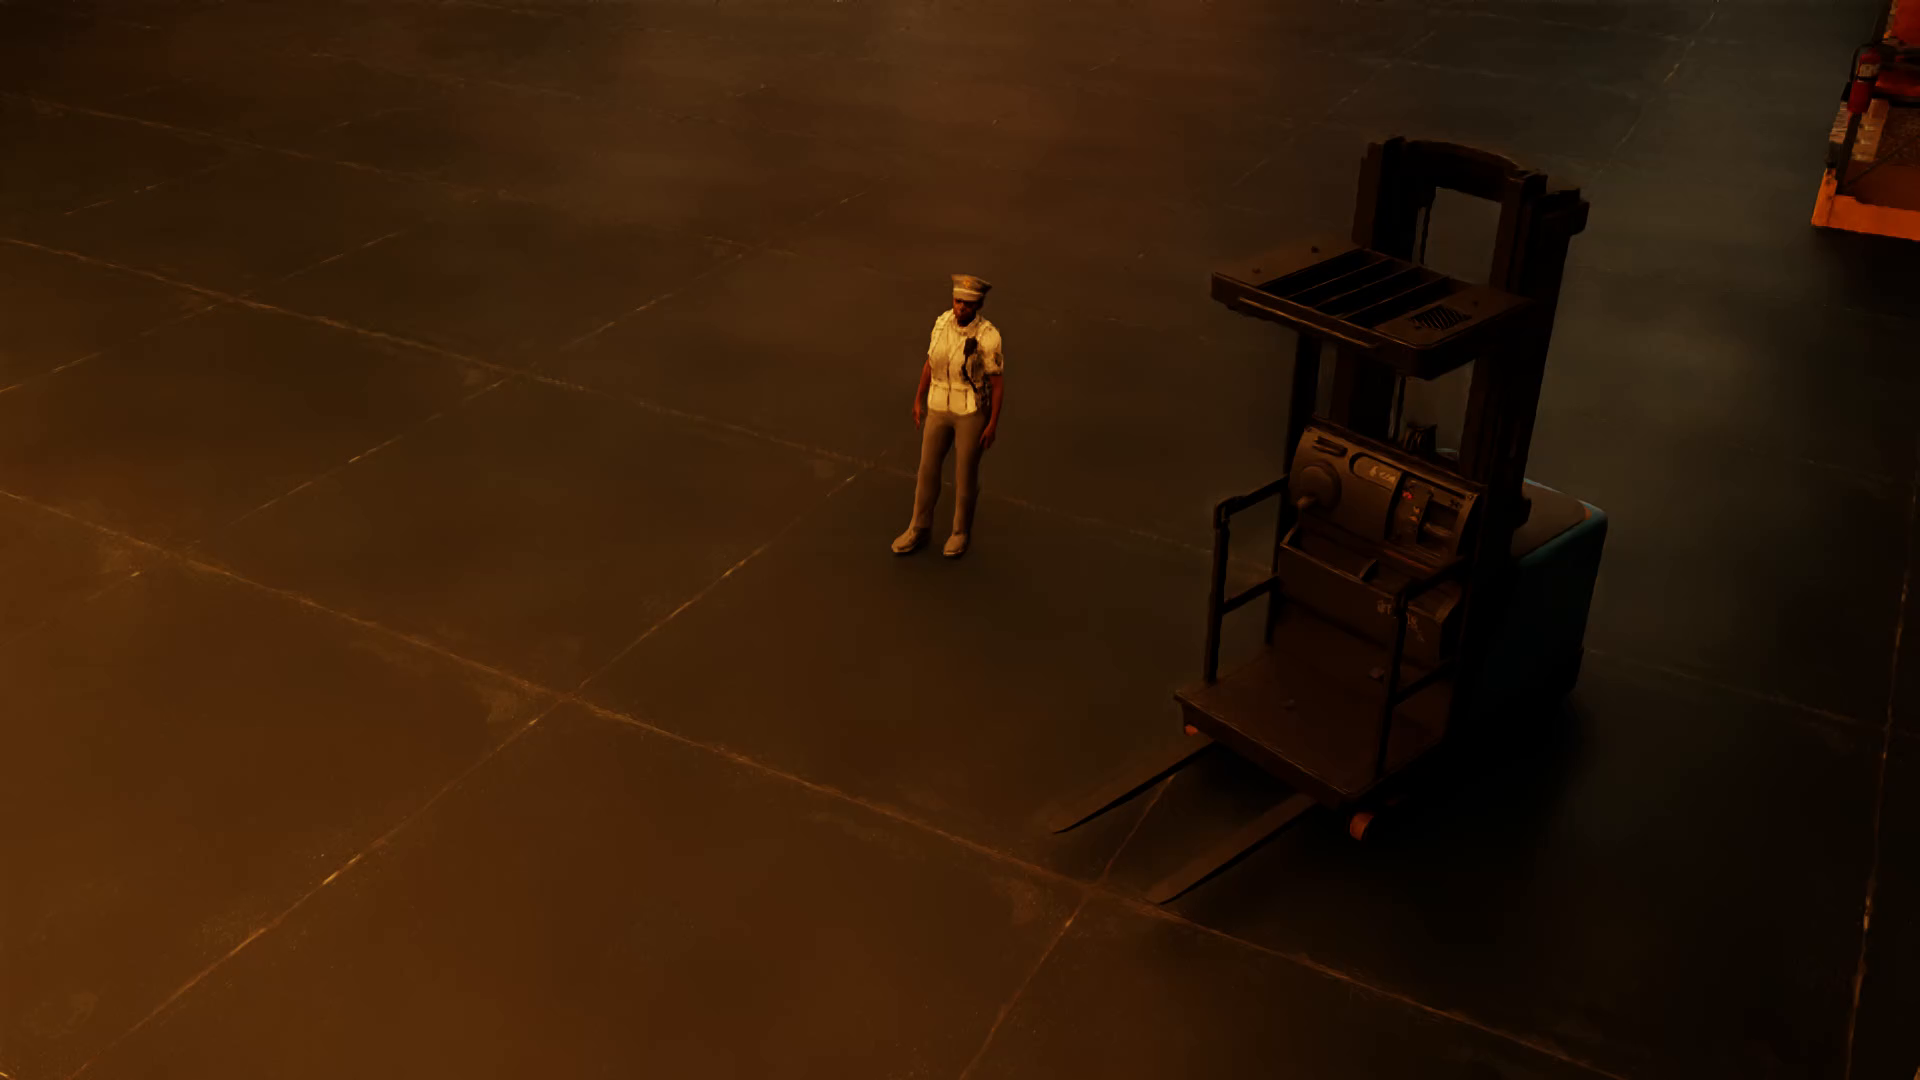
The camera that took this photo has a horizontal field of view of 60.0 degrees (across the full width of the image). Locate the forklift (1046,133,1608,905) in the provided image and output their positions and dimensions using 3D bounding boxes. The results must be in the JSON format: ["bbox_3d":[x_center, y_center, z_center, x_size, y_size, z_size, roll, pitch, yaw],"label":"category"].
[{"bbox_3d":[1.739,-0.180,7.382,3.031,2.935,1.130,-24,37,-35],"label":"forklift"}]

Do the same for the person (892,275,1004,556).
[{"bbox_3d":[-0.054,-0.712,9.527,0.570,1.695,0.529,15,33,25],"label":"person"}]
